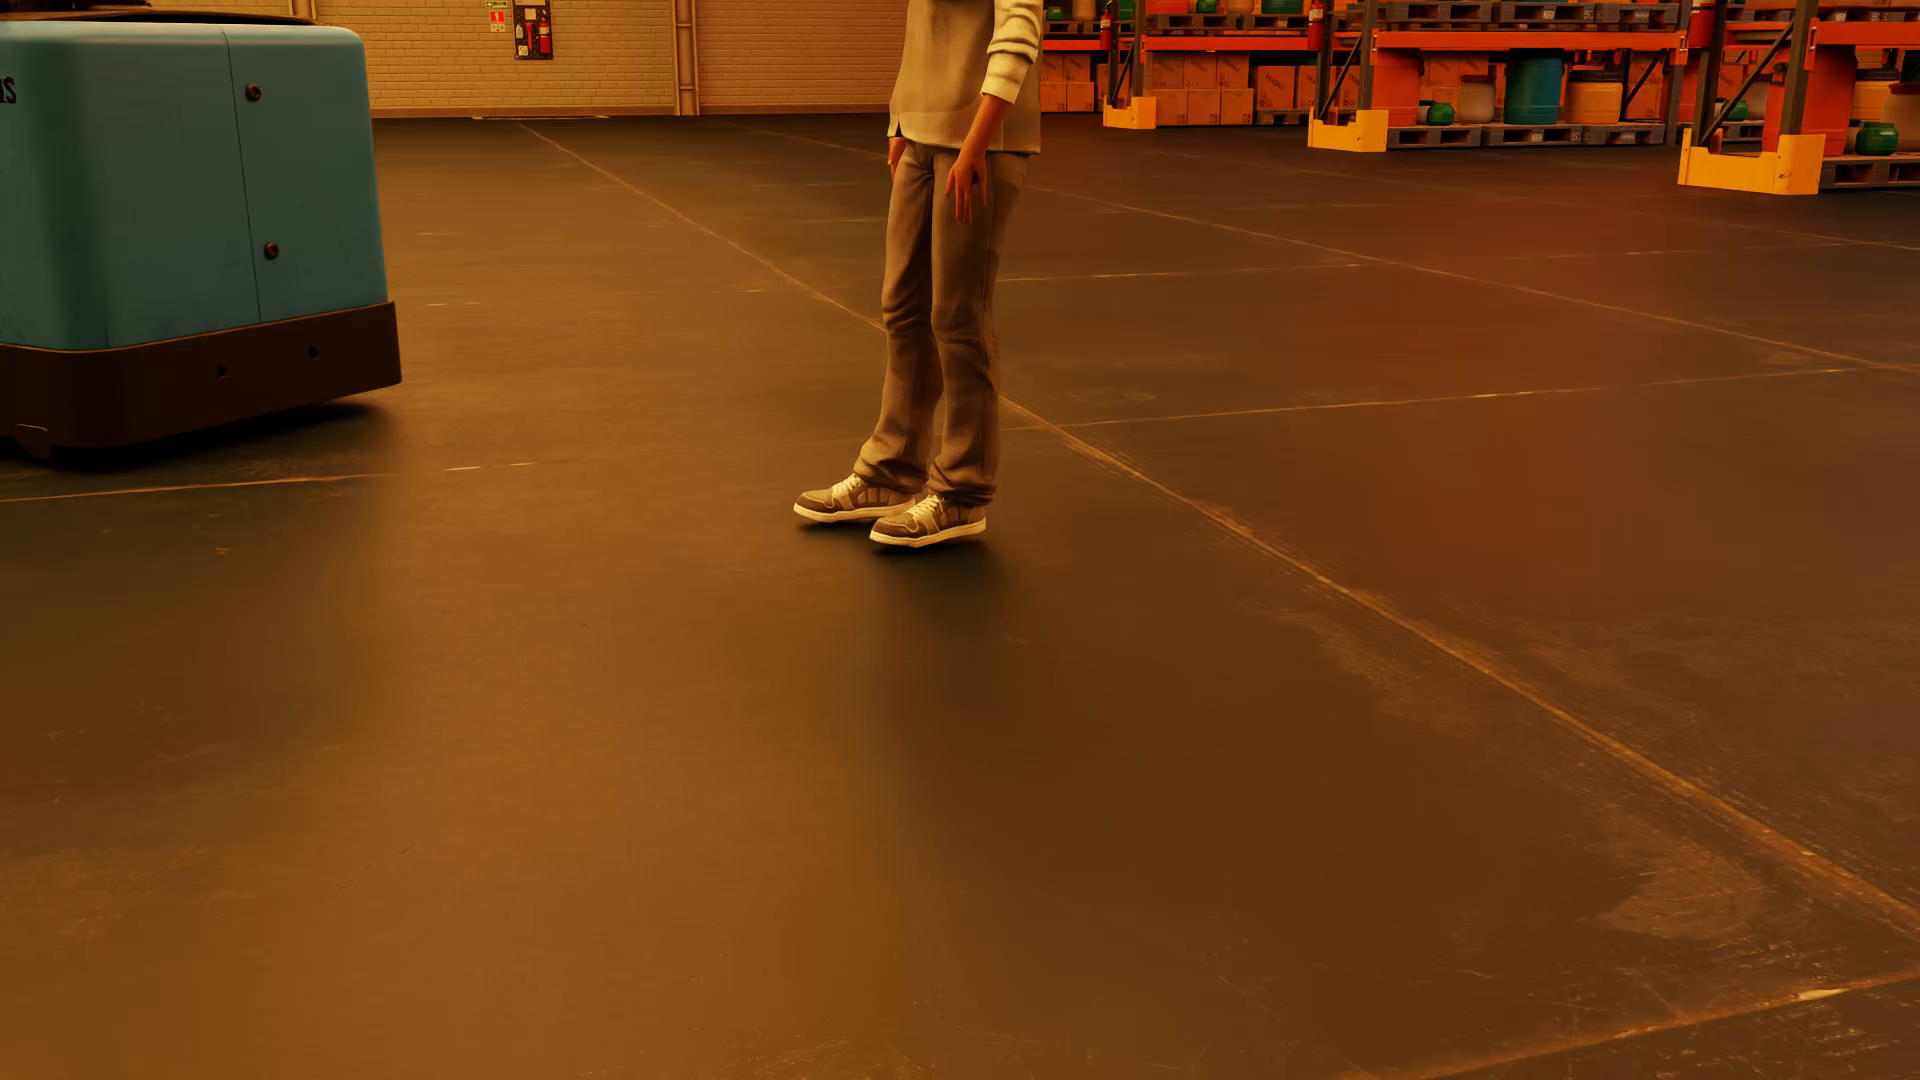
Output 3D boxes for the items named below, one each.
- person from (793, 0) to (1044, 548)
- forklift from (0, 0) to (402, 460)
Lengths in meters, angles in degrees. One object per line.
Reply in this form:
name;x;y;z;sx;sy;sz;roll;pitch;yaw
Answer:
person;-0.074;-0.771;3.331;0.475;1.597;0.520;-5;17;-17
forklift;-3.195;-1.876;4.761;3.031;2.935;1.130;8;18;26
